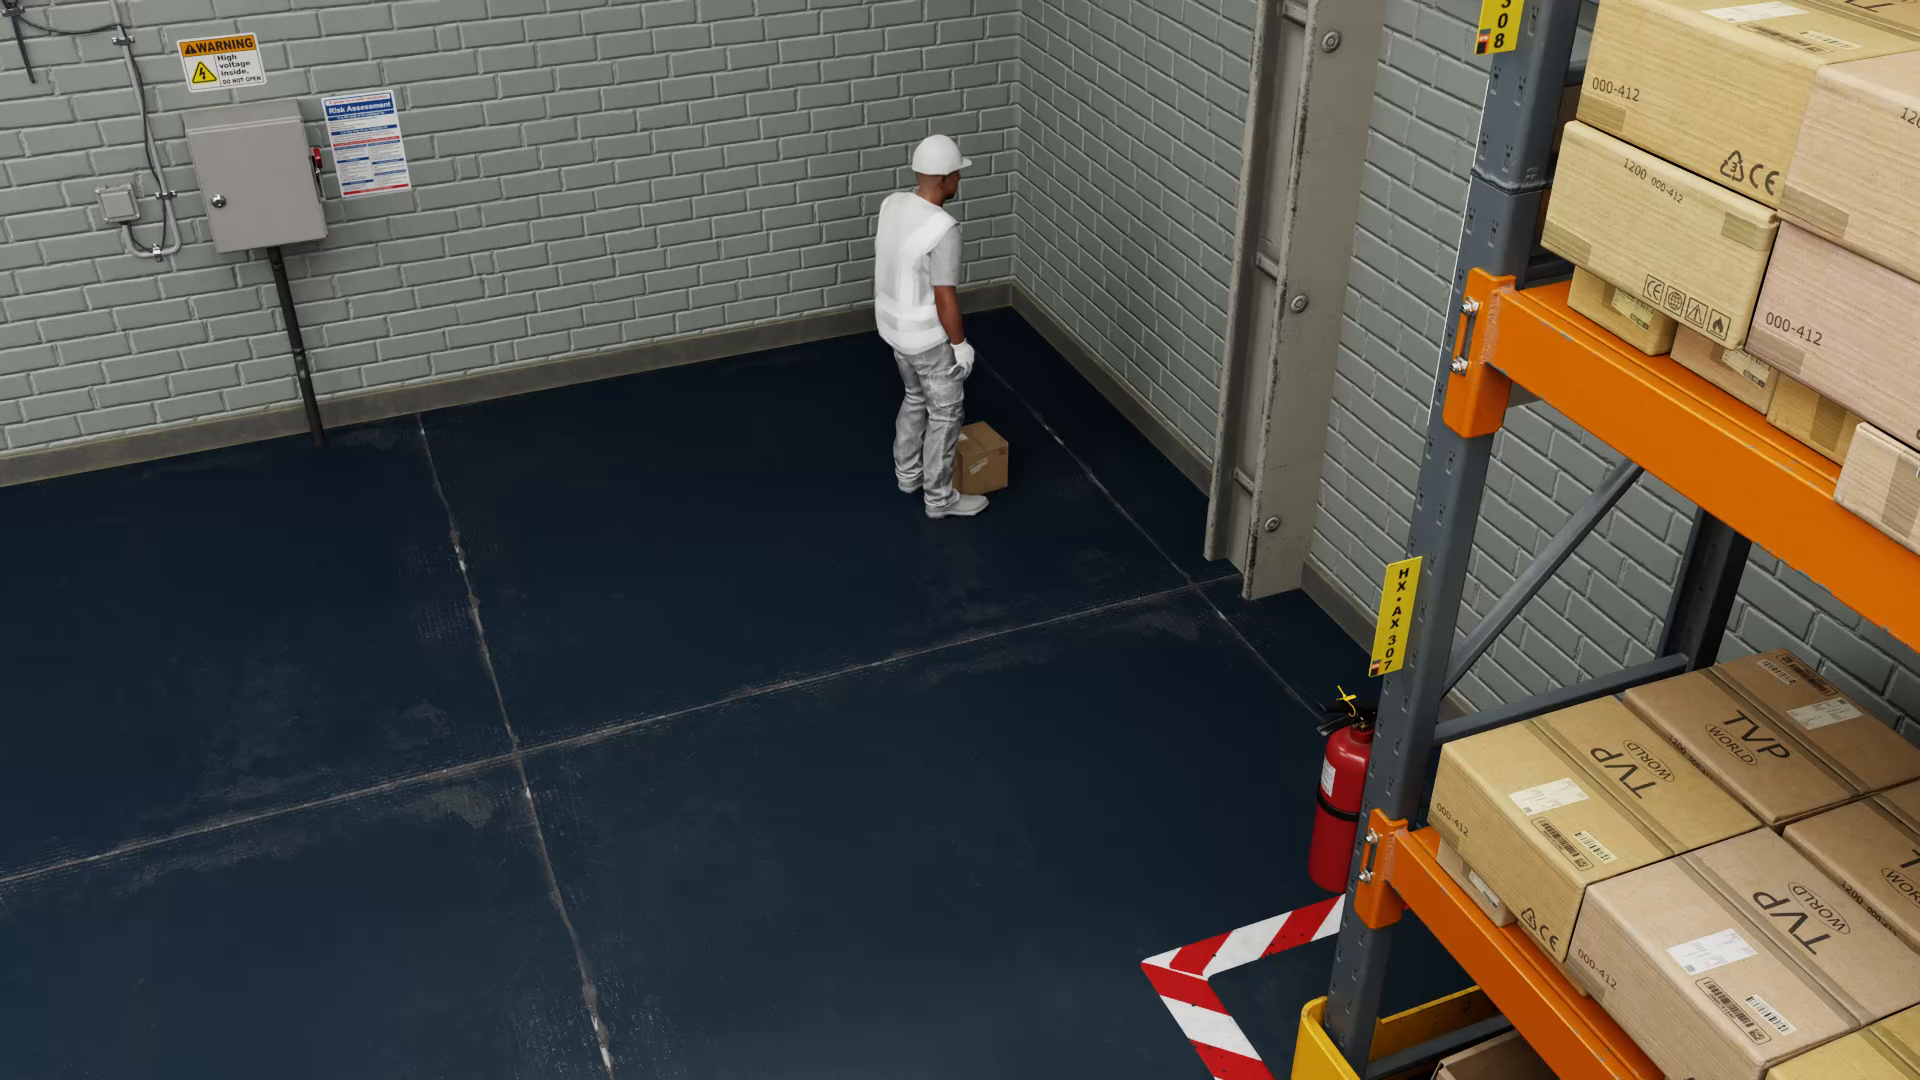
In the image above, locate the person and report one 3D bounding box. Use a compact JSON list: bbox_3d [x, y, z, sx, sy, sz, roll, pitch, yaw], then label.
[{"bbox_3d":[-0.140,-0.967,7.610,0.450,1.772,0.619,-18,37,-25],"label":"person"}]
